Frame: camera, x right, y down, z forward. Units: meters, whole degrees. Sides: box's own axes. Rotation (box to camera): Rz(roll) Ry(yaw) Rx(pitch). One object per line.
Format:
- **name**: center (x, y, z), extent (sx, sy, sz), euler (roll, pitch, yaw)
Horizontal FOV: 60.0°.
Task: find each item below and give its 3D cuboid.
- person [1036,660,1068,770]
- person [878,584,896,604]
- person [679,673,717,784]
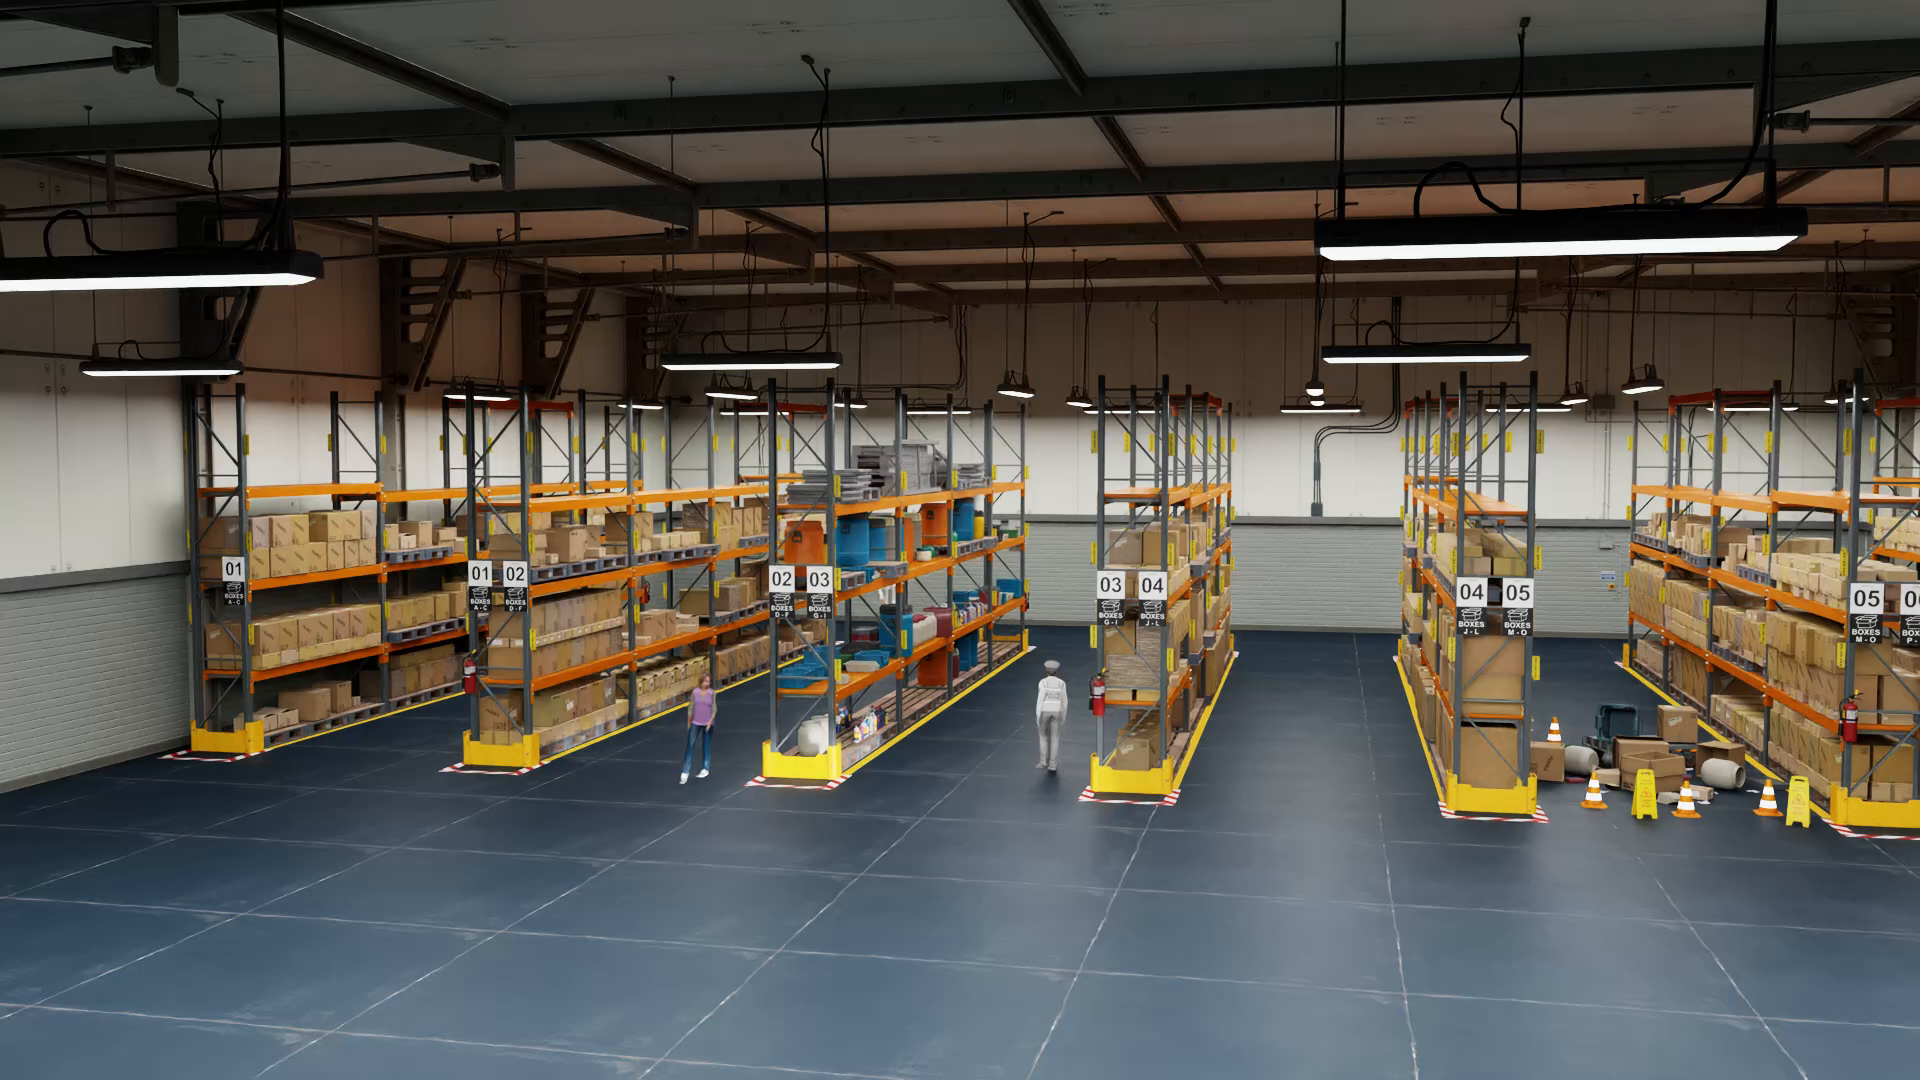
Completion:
- **person**: center (1.415, 2.721, 25.633), extent (0.507, 1.722, 0.653), euler (0, 3, -3)
- **person**: center (-1.807, 1.680, 44.304), extent (0.721, 1.598, 0.643), euler (1, 3, 20)
- **person**: center (-3.912, 2.792, 24.849), extent (0.558, 1.580, 0.616), euler (0, 3, -8)
